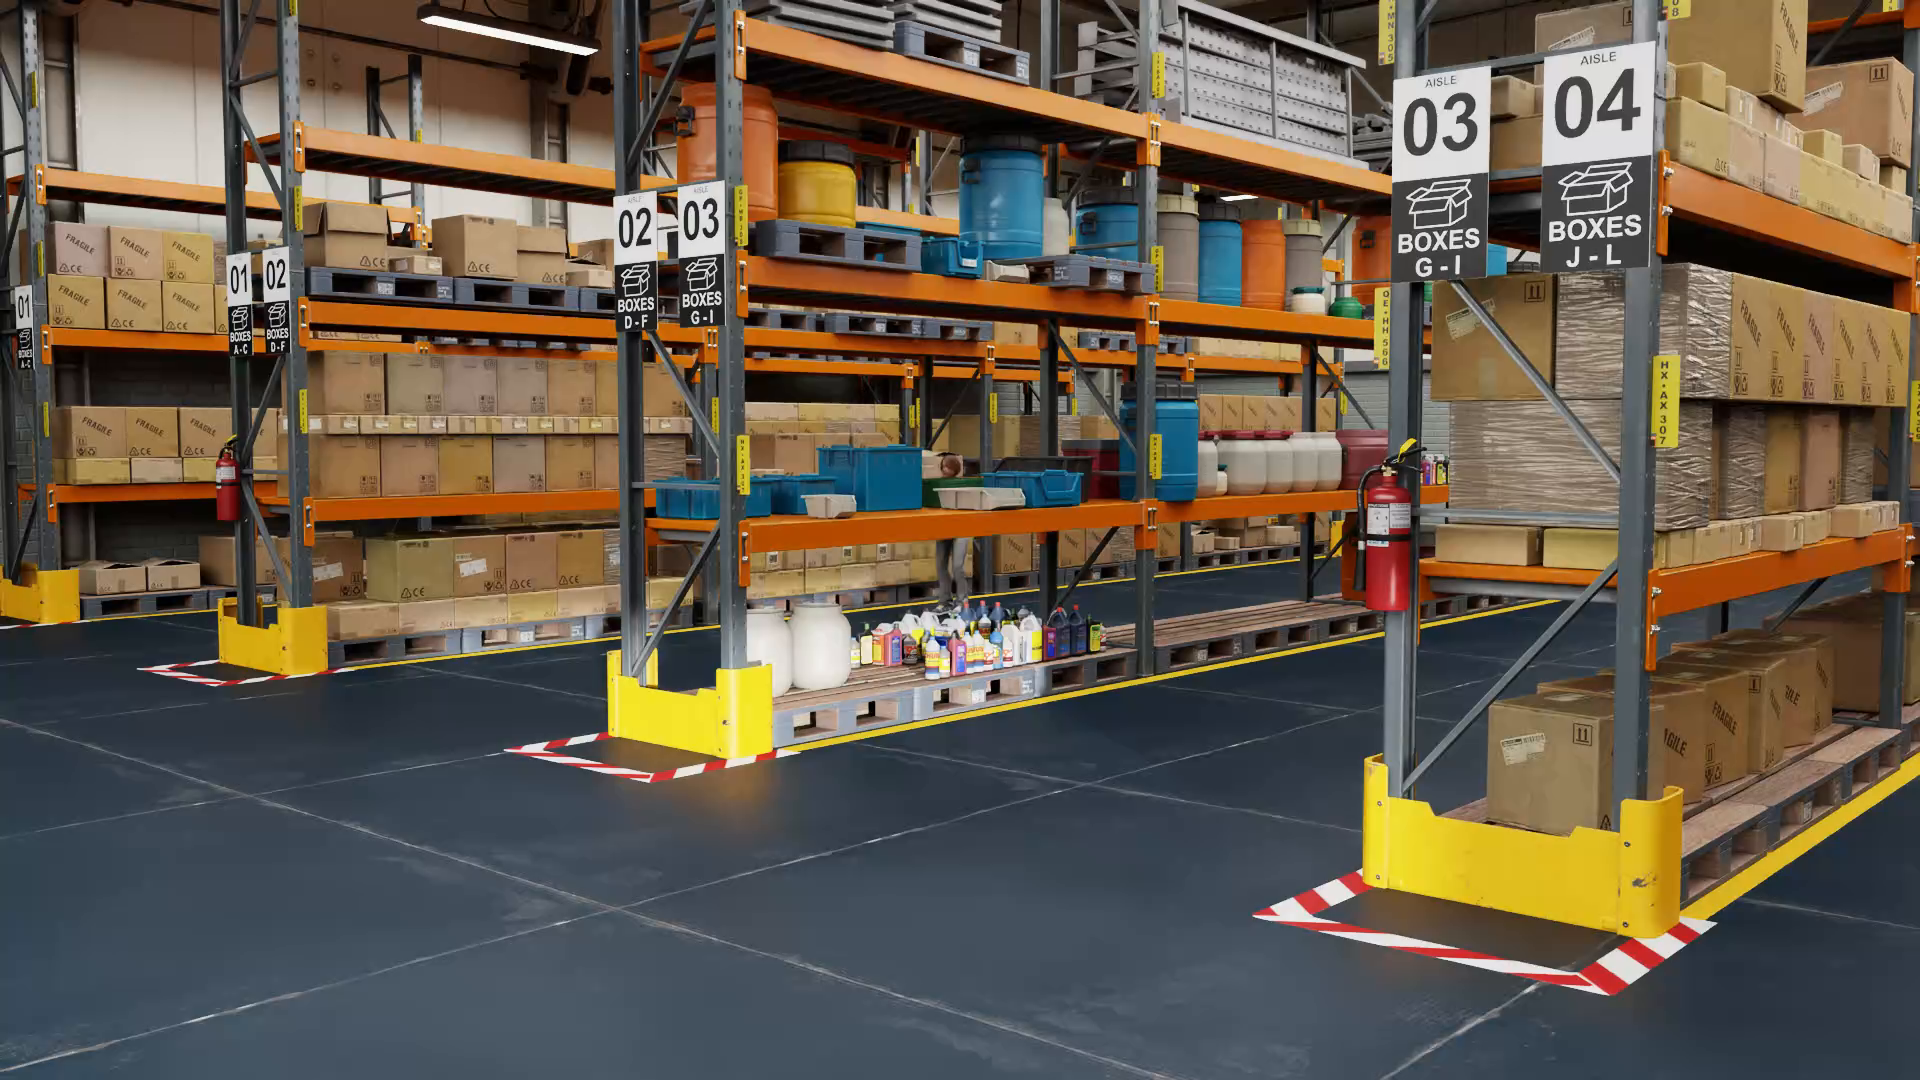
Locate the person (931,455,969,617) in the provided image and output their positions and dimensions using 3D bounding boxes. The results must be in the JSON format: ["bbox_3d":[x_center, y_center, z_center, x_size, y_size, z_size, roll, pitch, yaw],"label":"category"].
[{"bbox_3d":[-0.132,-0.043,16.429,0.374,1.598,0.505,3,5,41],"label":"person"}]
